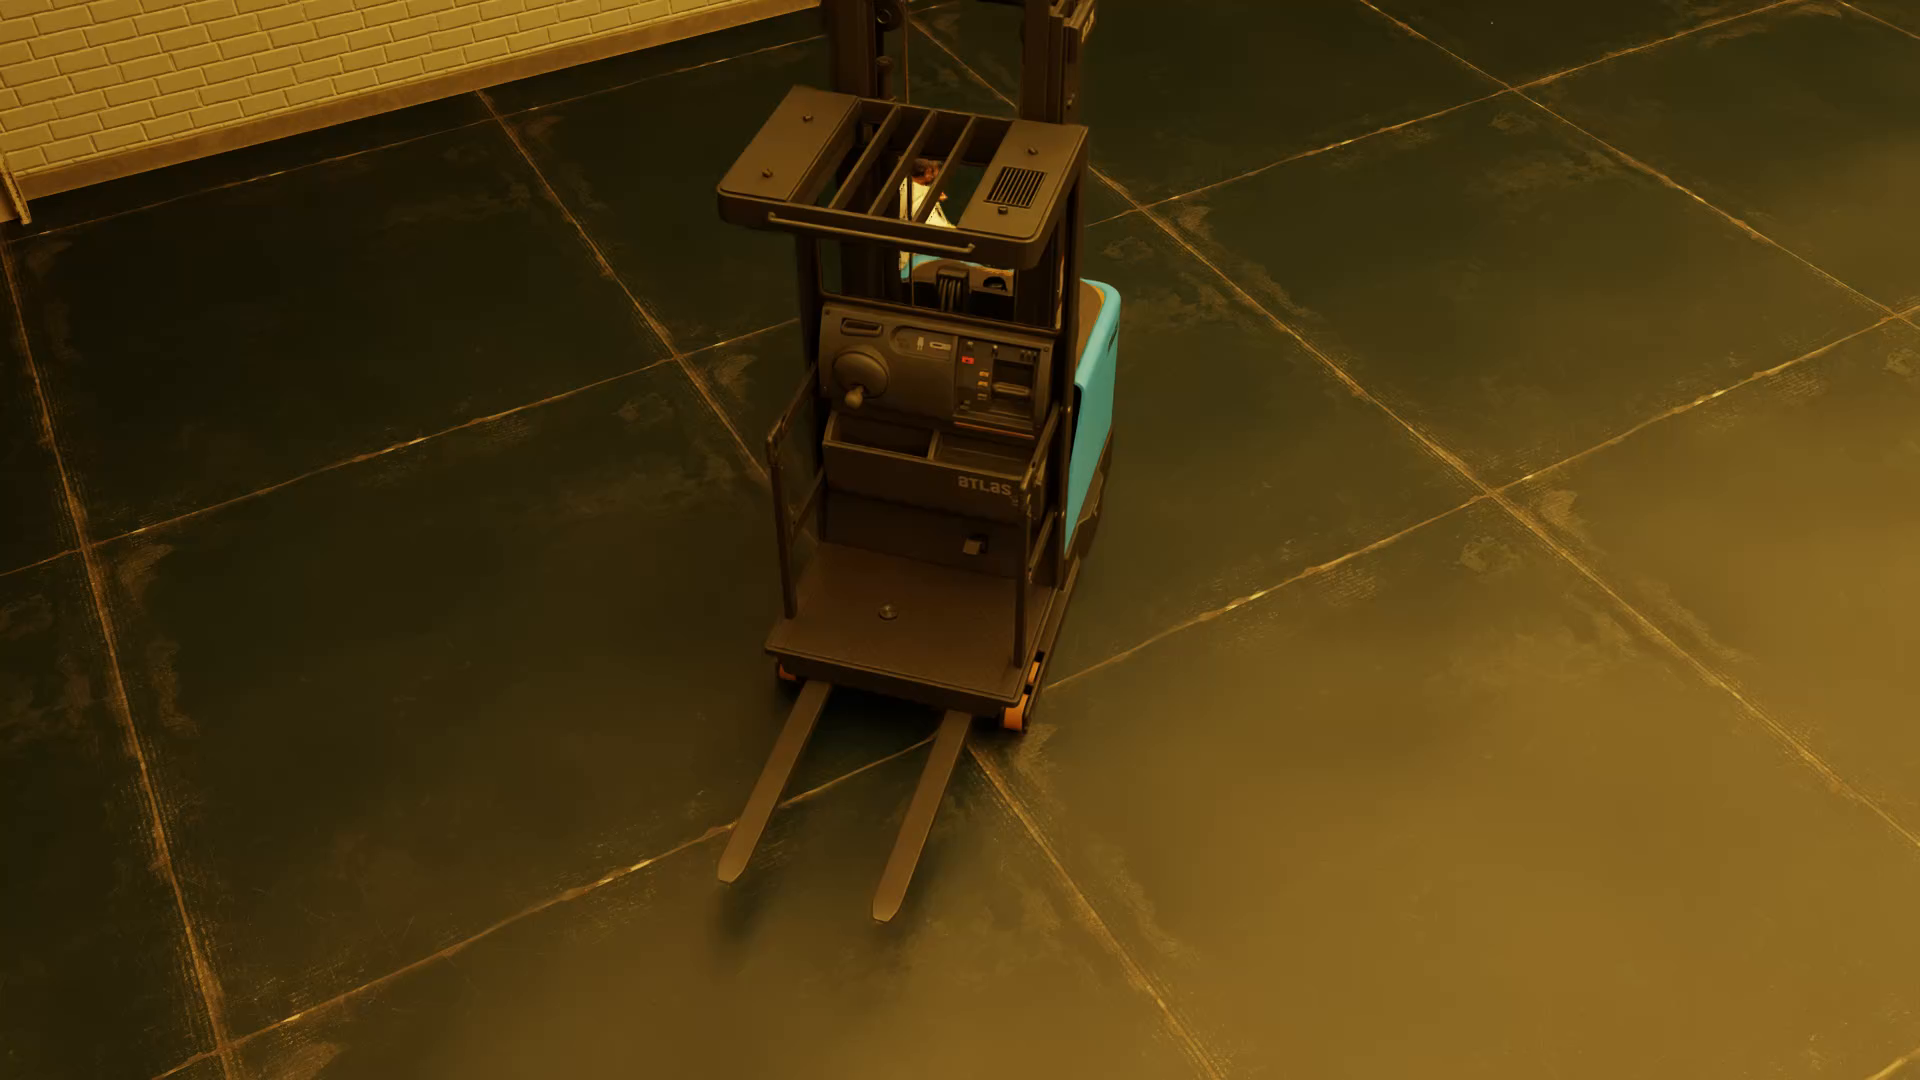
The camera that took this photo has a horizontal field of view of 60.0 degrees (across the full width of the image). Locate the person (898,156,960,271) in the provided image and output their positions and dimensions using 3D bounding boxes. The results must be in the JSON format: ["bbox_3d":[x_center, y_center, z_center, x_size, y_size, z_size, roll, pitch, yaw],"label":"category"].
[{"bbox_3d":[-0.063,-1.401,8.279,0.710,1.483,0.814,-21,47,-21],"label":"person"}]

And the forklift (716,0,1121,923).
[{"bbox_3d":[-0.159,-0.576,6.318,1.130,2.935,3.031,11,44,12],"label":"forklift"}]
